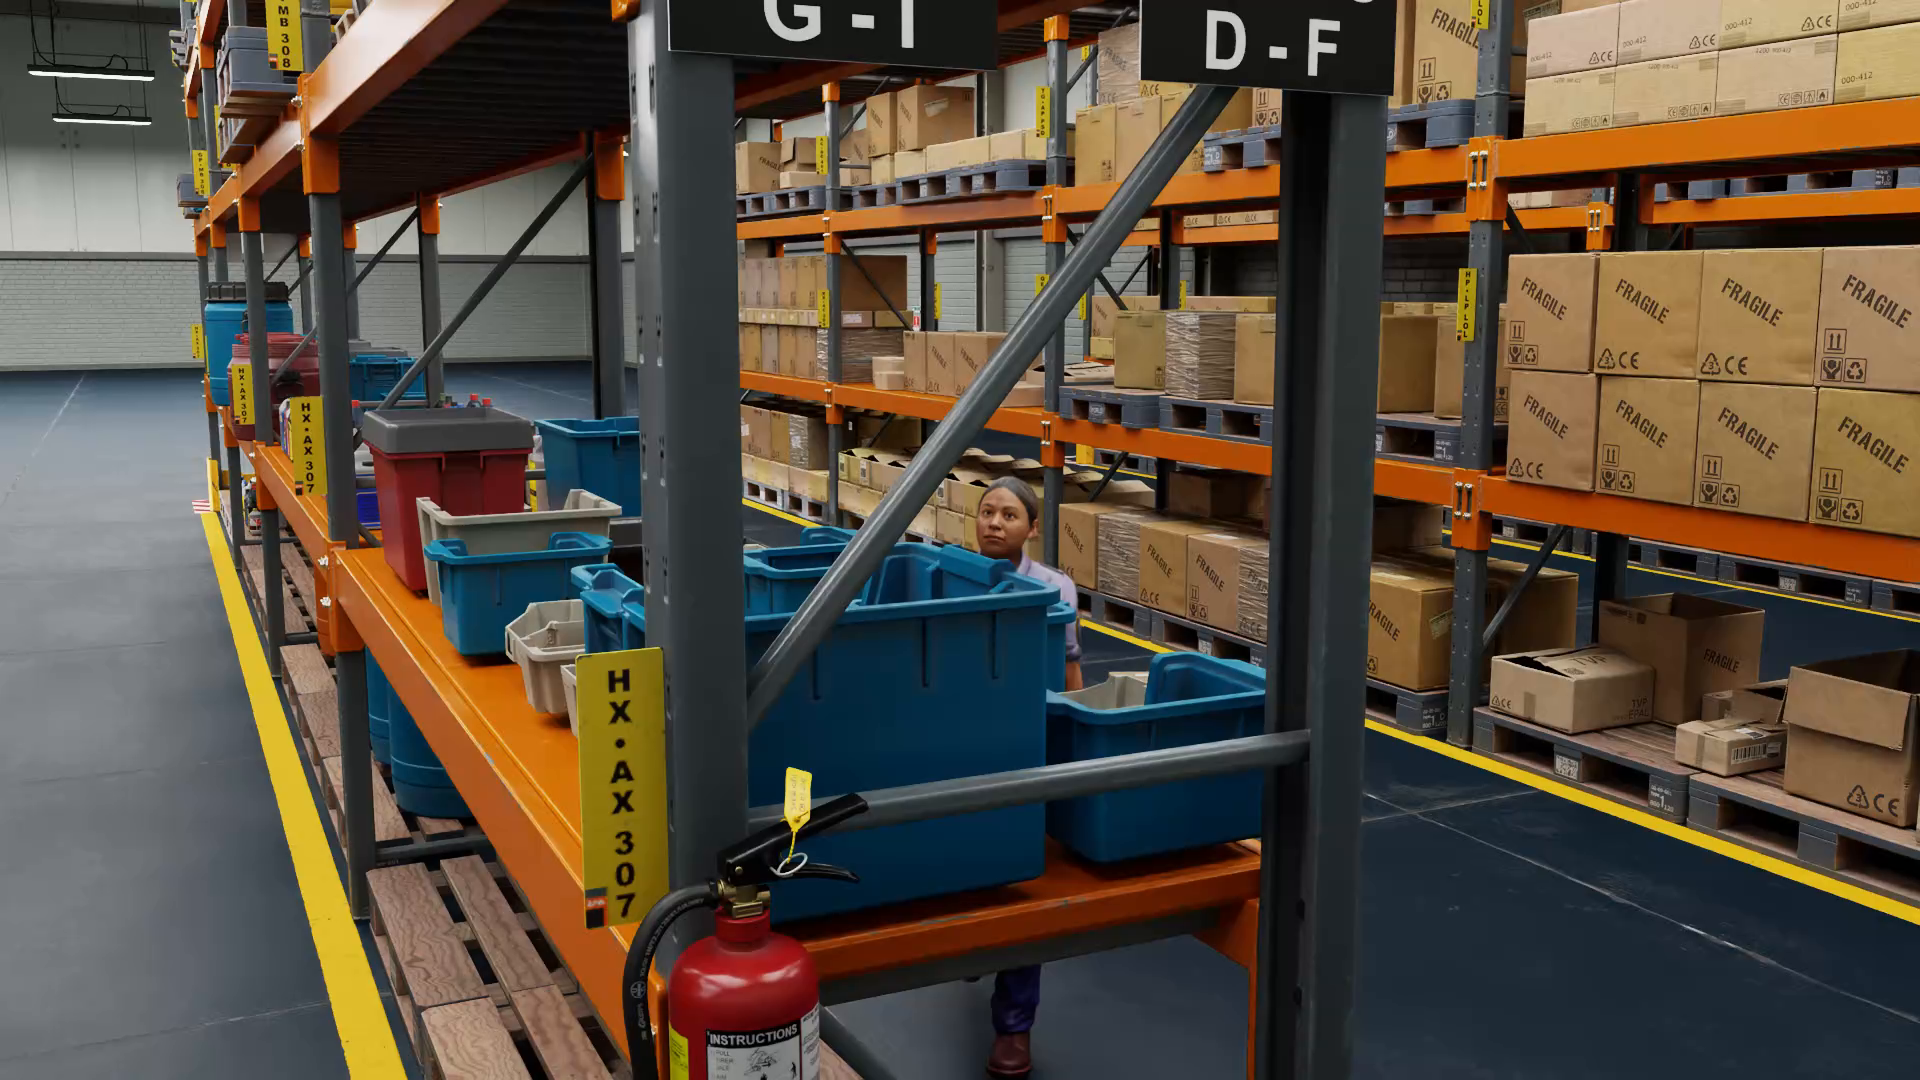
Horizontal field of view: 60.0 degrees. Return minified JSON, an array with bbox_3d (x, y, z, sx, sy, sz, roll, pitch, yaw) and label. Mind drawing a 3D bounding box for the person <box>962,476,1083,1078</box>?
[{"bbox_3d":[0.106,0.621,4.758,0.486,1.613,0.757,1,9,8],"label":"person"}]
